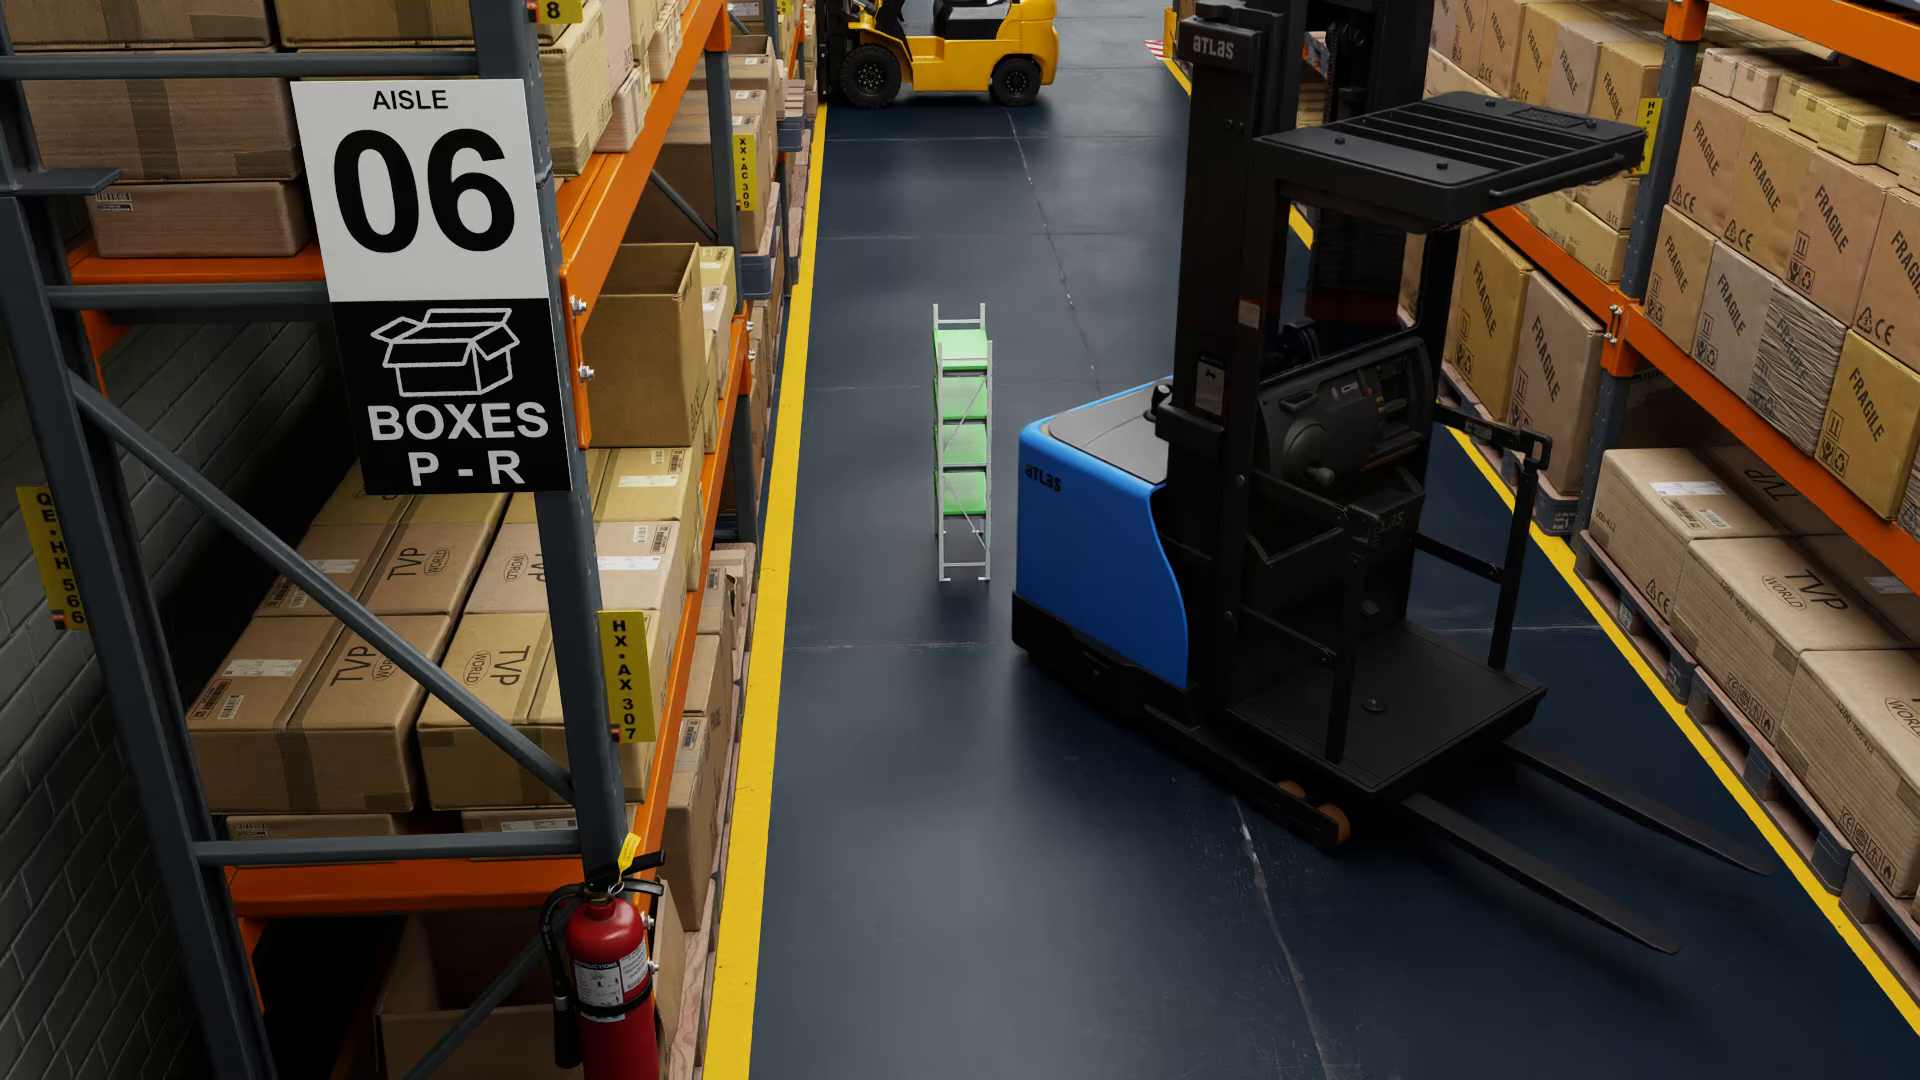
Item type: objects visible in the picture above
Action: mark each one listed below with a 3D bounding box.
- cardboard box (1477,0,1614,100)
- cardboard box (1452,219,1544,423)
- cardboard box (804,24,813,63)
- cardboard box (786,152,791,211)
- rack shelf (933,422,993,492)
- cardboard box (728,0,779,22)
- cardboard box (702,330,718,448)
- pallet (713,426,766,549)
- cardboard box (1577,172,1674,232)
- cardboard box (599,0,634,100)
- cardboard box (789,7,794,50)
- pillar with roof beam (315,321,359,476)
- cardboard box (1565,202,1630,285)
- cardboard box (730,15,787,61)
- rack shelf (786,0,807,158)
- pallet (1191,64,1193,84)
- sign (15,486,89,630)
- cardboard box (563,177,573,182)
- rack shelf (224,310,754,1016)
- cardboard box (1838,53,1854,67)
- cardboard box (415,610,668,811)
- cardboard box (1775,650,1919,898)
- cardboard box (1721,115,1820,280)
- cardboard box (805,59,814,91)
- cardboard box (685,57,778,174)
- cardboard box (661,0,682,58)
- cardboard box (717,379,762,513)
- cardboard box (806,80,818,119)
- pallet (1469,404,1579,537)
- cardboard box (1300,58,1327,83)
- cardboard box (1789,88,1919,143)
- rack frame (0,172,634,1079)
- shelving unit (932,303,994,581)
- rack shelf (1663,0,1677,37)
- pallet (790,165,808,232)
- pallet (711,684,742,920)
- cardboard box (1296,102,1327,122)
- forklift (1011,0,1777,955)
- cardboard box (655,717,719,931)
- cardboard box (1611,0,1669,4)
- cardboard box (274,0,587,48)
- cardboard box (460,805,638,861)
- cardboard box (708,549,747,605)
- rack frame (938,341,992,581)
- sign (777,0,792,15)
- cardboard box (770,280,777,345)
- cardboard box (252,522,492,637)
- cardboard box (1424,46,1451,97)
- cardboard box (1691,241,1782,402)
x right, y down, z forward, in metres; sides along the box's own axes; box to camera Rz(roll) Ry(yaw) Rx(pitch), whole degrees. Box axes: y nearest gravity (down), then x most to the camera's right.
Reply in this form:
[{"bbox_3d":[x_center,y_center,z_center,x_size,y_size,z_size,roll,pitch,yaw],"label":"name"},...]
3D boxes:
[{"bbox_3d":[3.144,-2.680,8.956,0.500,0.500,0.500,-1,28,-2],"label":"cardboard box"},{"bbox_3d":[3.334,-1.226,9.200,0.875,0.875,0.875,-1,28,-1],"label":"cardboard box"},{"bbox_3d":[-1.585,-4.495,15.062,0.500,0.250,0.500,-2,28,-3],"label":"cardboard box"},{"bbox_3d":[-1.726,-2.729,12.353,0.875,0.625,0.625,-1,28,-1],"label":"cardboard box"},{"bbox_3d":[0.009,-0.399,7.856,0.258,0.148,0.480,-1,28,-3],"label":"rack shelf"},{"bbox_3d":[-1.387,-3.492,10.893,0.380,0.149,0.250,-1,28,-1],"label":"cardboard box"},{"bbox_3d":[-1.132,-0.533,5.869,0.500,0.250,0.500,-2,28,-3],"label":"cardboard box"},{"bbox_3d":[-1.536,-0.297,8.592,1.003,0.211,1.213,-1,28,-3],"label":"pallet"},{"bbox_3d":[3.235,-1.633,7.760,0.500,0.250,0.500,-1,28,-3],"label":"cardboard box"},{"bbox_3d":[-1.044,-1.153,3.813,0.500,0.250,0.500,-1,28,-2],"label":"cardboard box"},{"bbox_3d":[-1.524,-3.860,12.570,0.500,0.250,0.500,-1,28,-1],"label":"cardboard box"},{"bbox_3d":[1.980,-3.579,5.382,9.100,9.000,0.400,-1,28,-3],"label":"pillar with roof beam"},{"bbox_3d":[3.226,-1.415,7.882,0.500,0.250,0.500,-2,28,-4],"label":"cardboard box"},{"bbox_3d":[-1.419,-3.373,11.094,0.500,0.250,0.500,-1,28,-3],"label":"cardboard box"},{"bbox_3d":[-1.769,-3.611,12.707,1.077,0.370,4.000,-1,28,-3],"label":"rack shelf"},{"bbox_3d":[2.946,-4.613,16.866,1.003,0.211,1.213,-1,28,-3],"label":"pallet"},{"bbox_3d":[-1.802,0.039,3.338,0.100,0.325,0.005,-1,28,-3],"label":"sign"},{"bbox_3d":[-1.068,-0.922,3.803,0.380,0.149,0.250,-1,28,-2],"label":"cardboard box"},{"bbox_3d":[-1.351,0.084,5.624,1.077,0.370,4.000,-1,28,-3],"label":"rack shelf"},{"bbox_3d":[3.835,-1.921,6.799,0.380,0.149,0.250,-2,28,-4],"label":"cardboard box"},{"bbox_3d":[-1.002,0.407,4.067,0.500,0.250,0.500,-1,28,-2],"label":"cardboard box"},{"bbox_3d":[3.519,0.792,5.805,0.875,0.438,0.875,-1,28,-1],"label":"cardboard box"},{"bbox_3d":[3.304,-1.309,6.327,0.500,0.500,0.500,-2,28,-3],"label":"cardboard box"},{"bbox_3d":[-1.591,-4.273,15.178,0.500,0.250,0.500,-2,28,-3],"label":"cardboard box"},{"bbox_3d":[-1.326,-2.220,8.700,0.700,0.500,0.500,-2,28,-3],"label":"cardboard box"},{"bbox_3d":[-1.032,-1.508,4.926,0.380,0.149,0.250,-1,28,-2],"label":"cardboard box"},{"bbox_3d":[-1.256,-0.466,8.148,0.500,0.500,0.500,0,28,0],"label":"cardboard box"},{"bbox_3d":[-1.568,-4.052,15.294,0.500,0.250,0.500,-1,28,-2],"label":"cardboard box"},{"bbox_3d":[3.385,-0.399,8.786,1.003,0.211,1.213,-1,28,-3],"label":"pallet"},{"bbox_3d":[3.322,-4.553,15.445,0.500,0.500,0.500,0,28,0],"label":"cardboard box"},{"bbox_3d":[3.295,-1.552,6.092,0.380,0.149,0.250,-2,28,-3],"label":"cardboard box"},{"bbox_3d":[-1.247,0.688,3.687,1.000,3.000,0.127,-1,28,-3],"label":"rack frame"},{"bbox_3d":[0.009,-0.456,7.826,0.258,1.200,0.503,-1,28,-3],"label":"shelving unit"},{"bbox_3d":[3.396,-3.215,8.705,1.077,0.370,4.000,-1,28,-3],"label":"rack shelf"},{"bbox_3d":[-1.729,-2.713,13.223,1.003,0.211,1.213,-1,28,-3],"label":"pallet"},{"bbox_3d":[-1.354,0.960,6.182,1.003,0.211,1.213,-1,28,-3],"label":"pallet"},{"bbox_3d":[3.154,-3.422,13.955,0.950,0.372,0.625,0,28,1],"label":"cardboard box"},{"bbox_3d":[1.549,-0.430,5.905,1.130,2.935,3.031,-21,34,-34],"label":"forklift"},{"bbox_3d":[-1.190,0.930,5.472,0.700,0.500,0.500,0,28,-1],"label":"cardboard box"},{"bbox_3d":[3.654,-2.683,8.961,0.500,0.500,0.500,-2,28,-3],"label":"cardboard box"},{"bbox_3d":[-1.019,-1.140,3.248,0.500,0.250,0.500,-2,28,-3],"label":"cardboard box"},{"bbox_3d":[-0.990,0.641,4.048,0.380,0.149,0.250,-2,28,-3],"label":"cardboard box"},{"bbox_3d":[-1.133,0.169,7.311,0.380,0.149,0.250,-2,28,-4],"label":"cardboard box"},{"bbox_3d":[0.021,-0.343,7.610,0.240,1.200,0.015,-1,28,-3],"label":"rack frame"},{"bbox_3d":[-1.123,-3.502,10.554,0.100,0.325,0.005,-1,28,-3],"label":"sign"},{"bbox_3d":[-1.382,-1.421,9.980,0.500,0.500,0.500,0,28,0],"label":"cardboard box"},{"bbox_3d":[-1.562,0.179,4.504,0.500,0.250,0.500,-1,28,-2],"label":"cardboard box"},{"bbox_3d":[3.098,-2.804,10.004,0.500,0.250,0.500,-1,28,-1],"label":"cardboard box"},{"bbox_3d":[3.286,-0.869,6.565,0.500,0.500,0.500,-1,28,-2],"label":"cardboard box"}]
